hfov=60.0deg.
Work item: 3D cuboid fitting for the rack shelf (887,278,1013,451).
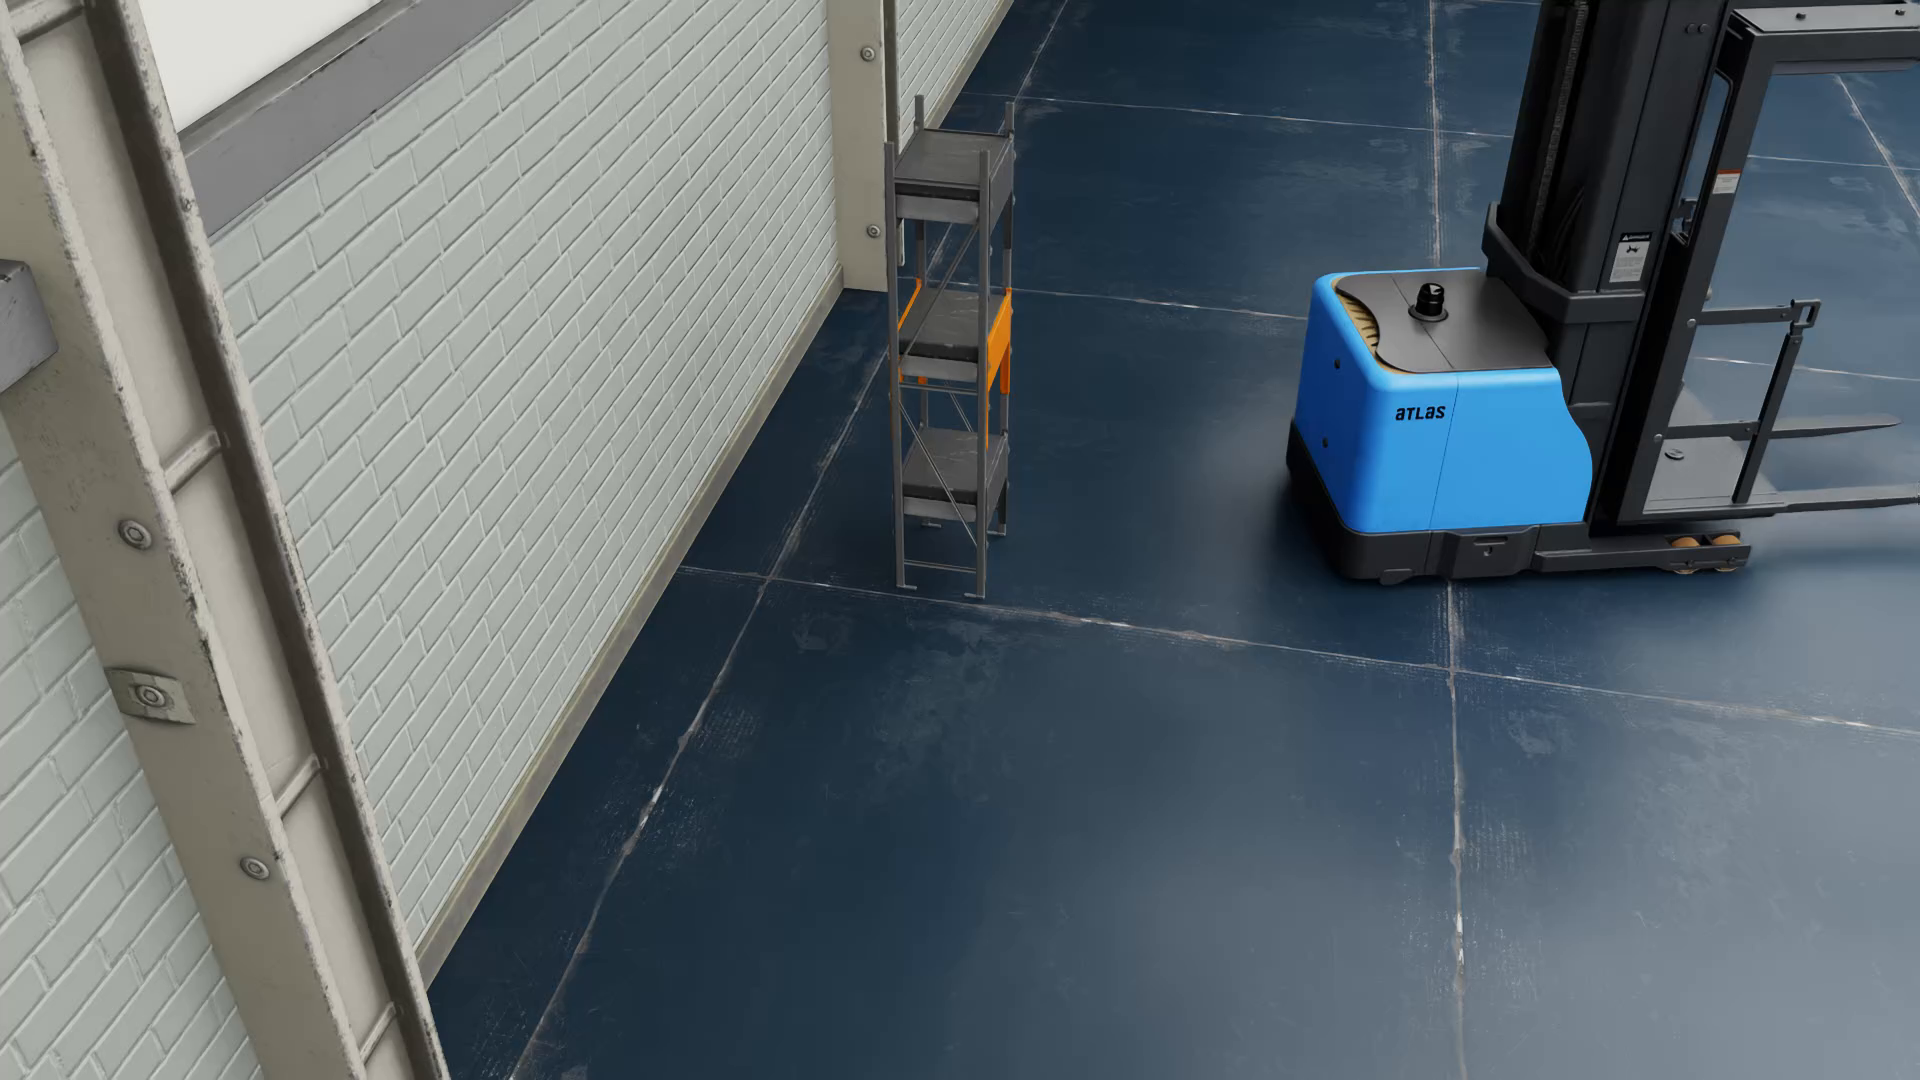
[{"bbox_3d":[-0.035,-0.744,7.011,0.431,0.518,0.480,7,37,10],"label":"rack shelf"}]

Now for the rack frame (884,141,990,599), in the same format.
[{"bbox_3d":[-0.087,-0.615,6.810,0.400,2.100,0.015,7,37,10],"label":"rack frame"}]

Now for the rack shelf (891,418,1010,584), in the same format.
[{"bbox_3d":[-0.035,-0.177,7.422,0.431,0.518,0.480,7,37,10],"label":"rack shelf"}]

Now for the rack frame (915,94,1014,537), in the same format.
[{"bbox_3d":[0.017,-0.895,7.196,0.400,2.100,0.015,7,37,10],"label":"rack frame"}]

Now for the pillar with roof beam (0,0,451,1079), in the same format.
[{"bbox_3d":[2.397,-1.252,1.810,9.100,9.000,0.400,7,37,10],"label":"pillar with roof beam"}]

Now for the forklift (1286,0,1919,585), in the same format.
[{"bbox_3d":[3.145,-1.339,7.100,3.031,2.935,1.130,-3,36,-4],"label":"forklift"}]

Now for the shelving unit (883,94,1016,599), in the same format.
[{"bbox_3d":[-0.035,-0.755,7.003,0.431,2.100,0.503,7,37,10],"label":"shelving unit"}]

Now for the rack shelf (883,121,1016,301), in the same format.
[{"bbox_3d":[-0.035,-1.311,6.600,0.431,0.518,0.480,7,37,10],"label":"rack shelf"}]

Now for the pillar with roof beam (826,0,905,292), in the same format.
[{"bbox_3d":[3.678,-4.692,6.556,9.100,9.000,0.400,7,37,10],"label":"pillar with roof beam"}]
